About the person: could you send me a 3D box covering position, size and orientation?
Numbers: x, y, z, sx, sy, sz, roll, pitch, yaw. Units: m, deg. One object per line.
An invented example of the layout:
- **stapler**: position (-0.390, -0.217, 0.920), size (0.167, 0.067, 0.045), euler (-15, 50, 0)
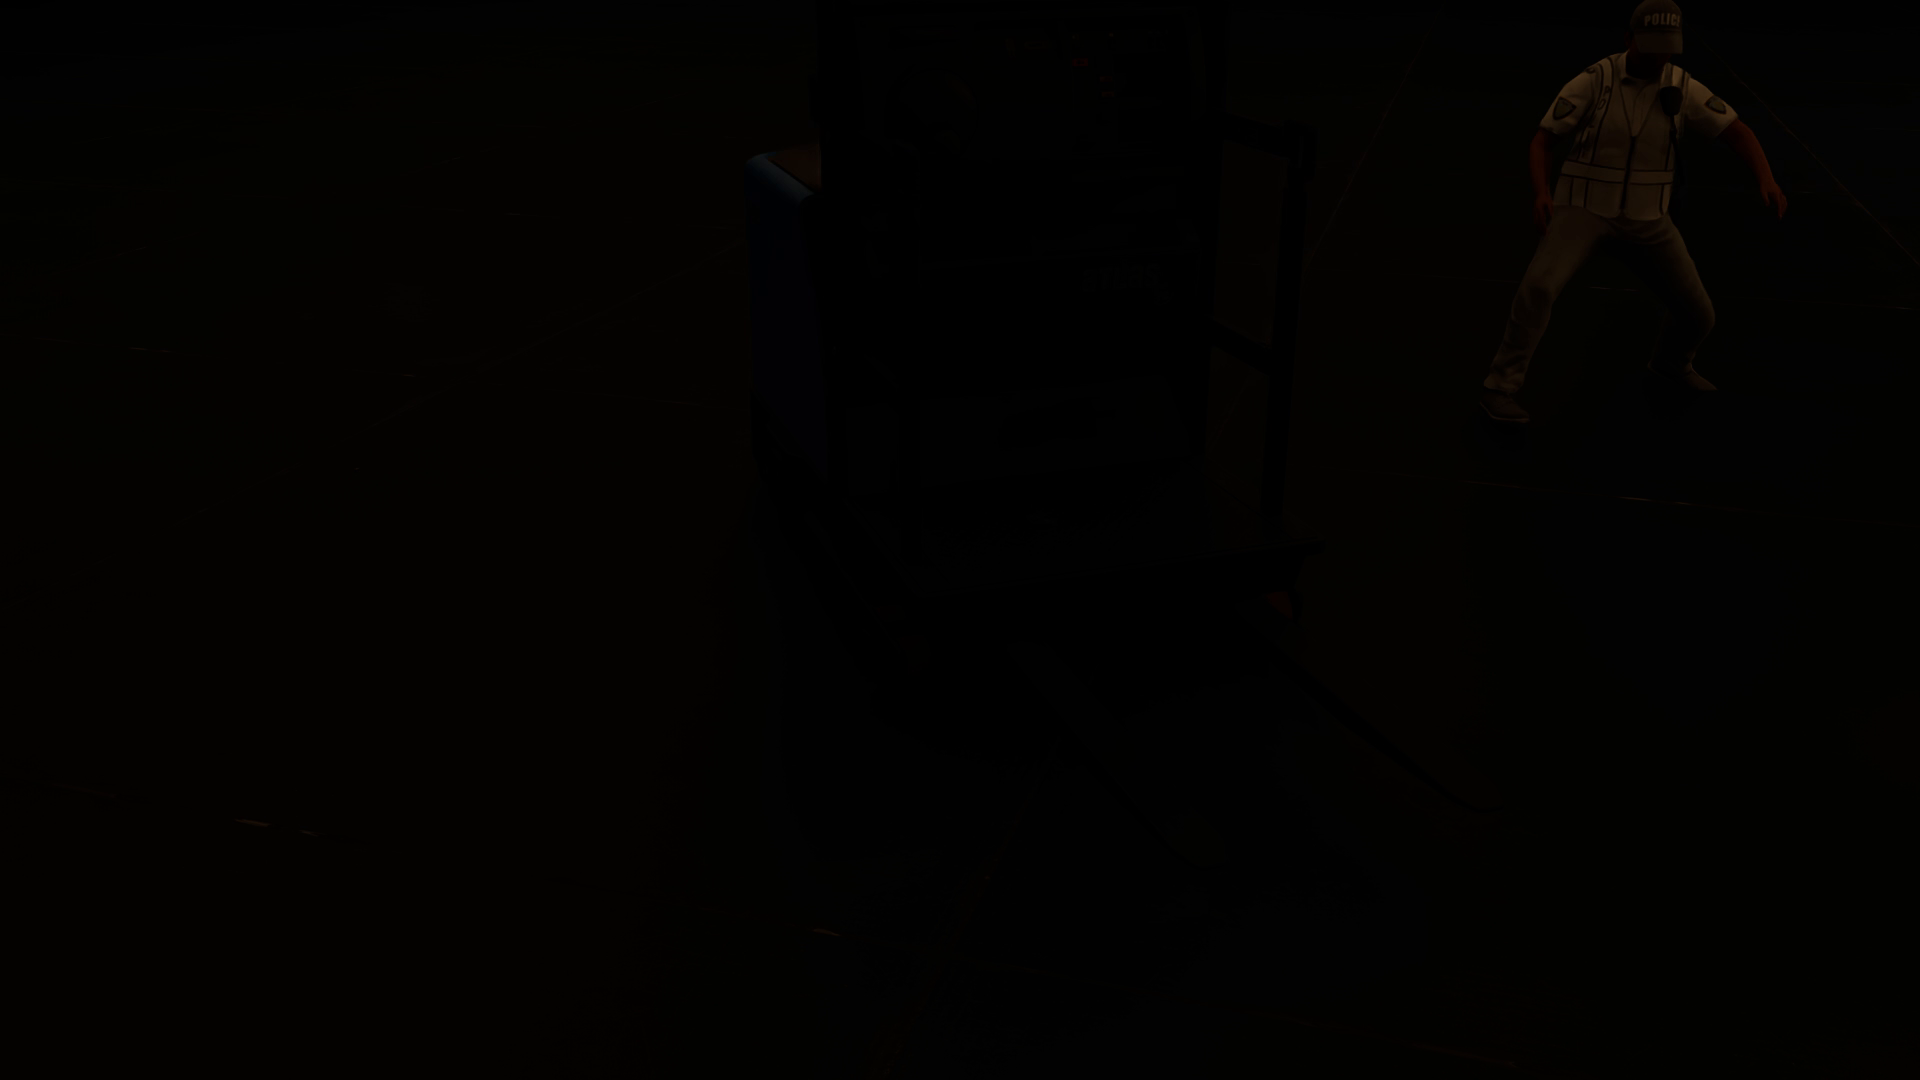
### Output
- **person**: position (2.468, -1.102, 6.138), size (0.982, 1.343, 0.887), euler (4, 23, 8)

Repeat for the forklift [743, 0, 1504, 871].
- **forklift**: position (0.260, -1.129, 4.015), size (1.130, 2.935, 3.031), euler (-8, 24, -18)
